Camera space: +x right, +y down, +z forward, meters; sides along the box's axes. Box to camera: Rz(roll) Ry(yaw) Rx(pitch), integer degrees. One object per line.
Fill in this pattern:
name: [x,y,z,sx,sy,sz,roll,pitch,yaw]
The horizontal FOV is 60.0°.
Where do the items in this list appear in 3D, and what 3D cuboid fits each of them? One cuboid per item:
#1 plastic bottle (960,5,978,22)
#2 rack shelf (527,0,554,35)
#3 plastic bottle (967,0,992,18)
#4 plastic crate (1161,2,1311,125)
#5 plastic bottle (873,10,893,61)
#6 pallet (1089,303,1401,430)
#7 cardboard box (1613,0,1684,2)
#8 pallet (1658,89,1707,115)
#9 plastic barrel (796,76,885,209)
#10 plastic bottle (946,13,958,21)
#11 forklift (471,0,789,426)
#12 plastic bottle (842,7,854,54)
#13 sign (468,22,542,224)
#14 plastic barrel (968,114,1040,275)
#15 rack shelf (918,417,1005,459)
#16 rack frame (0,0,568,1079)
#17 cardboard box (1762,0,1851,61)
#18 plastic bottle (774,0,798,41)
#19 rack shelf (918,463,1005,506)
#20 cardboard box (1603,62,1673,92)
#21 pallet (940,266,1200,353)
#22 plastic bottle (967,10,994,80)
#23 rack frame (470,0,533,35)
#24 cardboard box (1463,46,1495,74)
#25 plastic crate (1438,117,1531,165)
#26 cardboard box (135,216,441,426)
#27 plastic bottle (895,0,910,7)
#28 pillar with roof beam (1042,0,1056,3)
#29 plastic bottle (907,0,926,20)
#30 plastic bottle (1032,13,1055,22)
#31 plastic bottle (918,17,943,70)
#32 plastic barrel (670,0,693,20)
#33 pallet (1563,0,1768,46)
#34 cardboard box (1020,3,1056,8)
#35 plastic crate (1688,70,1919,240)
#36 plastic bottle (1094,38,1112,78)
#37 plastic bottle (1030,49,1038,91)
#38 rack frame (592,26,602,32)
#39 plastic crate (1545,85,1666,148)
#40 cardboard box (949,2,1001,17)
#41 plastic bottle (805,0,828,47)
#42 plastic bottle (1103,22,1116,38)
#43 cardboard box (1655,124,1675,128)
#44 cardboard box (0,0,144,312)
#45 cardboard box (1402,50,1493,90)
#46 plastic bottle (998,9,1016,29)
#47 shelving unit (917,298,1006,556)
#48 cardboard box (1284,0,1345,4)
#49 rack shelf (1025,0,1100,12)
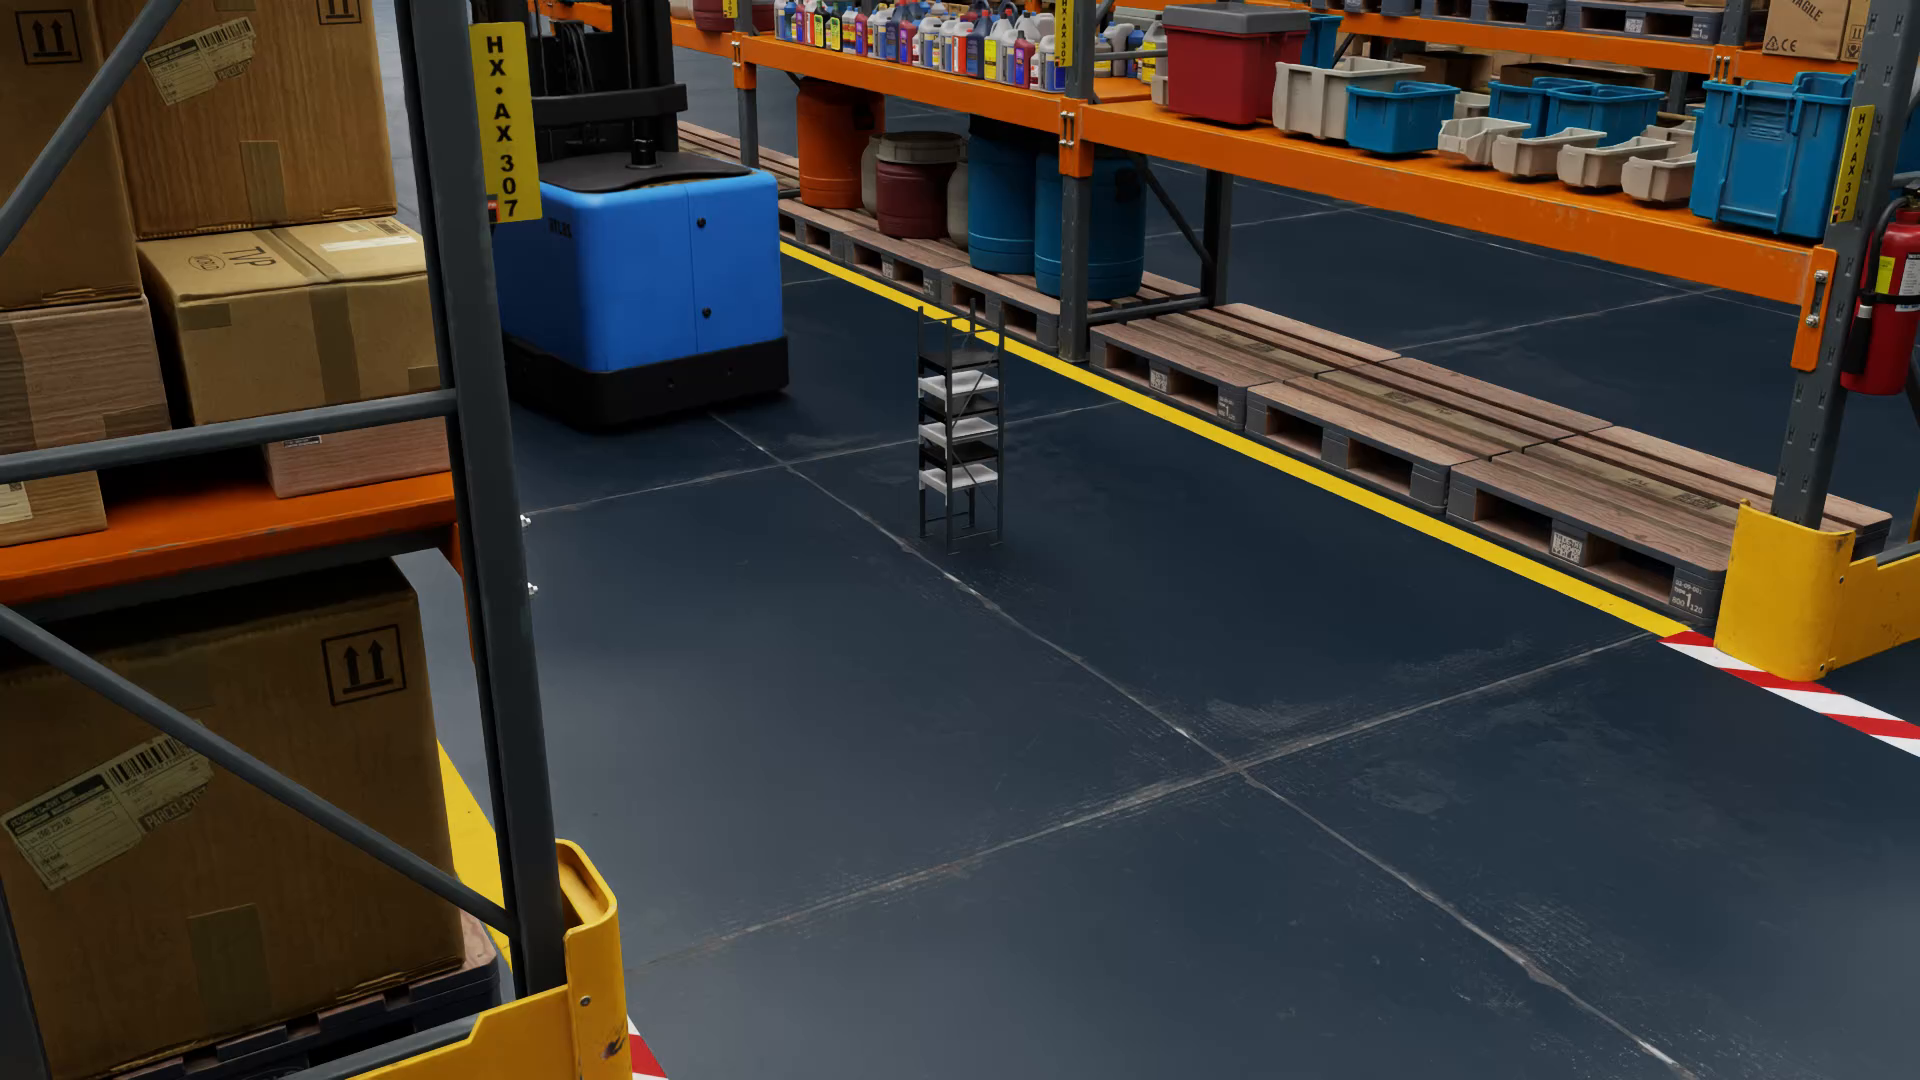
plastic bottle: [0.054,-3.136,10.199,0.061,0.283,0.133,-13,25,-28]
rack shelf: [-4.138,-5.306,16.337,1.077,0.370,4.000,-13,25,-28]
plastic bottle: [0.129,-3.196,10.255,0.144,0.351,0.185,-13,25,-28]
plastic crate: [1.210,-2.122,7.384,0.402,0.464,0.583,-13,25,-28]
plastic bottle: [-0.422,-2.988,9.844,0.152,0.276,0.135,-13,25,-28]
pallet: [1.379,-0.880,8.195,1.003,0.211,1.213,-13,25,-28]
cardboard box: [4.775,-4.001,11.481,0.700,0.500,0.500,-8,24,-20]
pallet: [7.046,-4.564,17.259,1.003,0.211,1.213,-13,25,-28]
plastic barrel: [-0.809,-2.731,11.371,0.600,0.830,0.708,-13,25,-28]
plastic bottle: [-0.041,-3.251,10.591,0.097,0.201,0.097,0,22,0]
forklift: [-2.126,-2.355,8.214,1.130,2.935,3.031,-17,27,-35]
plastic bottle: [-0.672,-3.125,10.186,0.097,0.271,0.097,0,22,0]
sign: [-0.765,-0.697,2.788,0.100,0.325,0.005,-13,25,-28]
plastic barrel: [0.345,-2.033,9.559,0.600,0.901,0.708,-13,25,-28]
rack shelf: [0.004,-0.383,6.148,0.258,0.077,0.200,-13,25,-28]
rack frame: [-1.245,-0.155,2.708,1.000,3.000,0.127,-13,25,-28]
cardboard box: [5.256,-3.182,10.025,0.500,0.500,0.500,-12,25,-27]
plastic bottle: [-1.130,-3.437,10.949,0.152,0.276,0.135,-13,25,-28]
rack shelf: [0.004,-0.217,6.216,0.258,0.077,0.200,-13,25,-28]
cardboard box: [7.031,-4.871,17.048,0.700,0.500,0.500,-12,25,-27]
pallet: [0.612,-1.368,9.397,1.003,0.211,1.213,-13,25,-28]
plastic bottle: [0.125,-2.674,8.971,0.144,0.351,0.185,-13,25,-28]
rack frame: [-5.160,-6.287,17.794,1.000,3.000,0.127,-13,25,-28]
cardboard box: [6.098,-5.550,18.719,0.700,0.500,0.500,-13,26,-29]
plastic crate: [1.975,-1.516,6.329,0.298,0.136,0.250,-13,25,-28]
cardboard box: [-1.258,-0.430,3.190,0.500,0.250,0.500,-13,26,-30]
plastic bottle: [-0.382,-3.519,11.141,0.061,0.283,0.133,-13,25,-28]
pillar with roof beam: [-2.308,-12.025,23.946,9.100,9.000,0.400,-13,25,-28]
plastic bottle: [-0.282,-3.043,9.880,0.144,0.351,0.185,-13,25,-28]
plastic bottle: [0.469,-2.942,9.732,0.152,0.276,0.135,-13,25,-28]
plastic bottle: [-0.141,-2.810,9.406,0.152,0.276,0.135,-13,25,-28]
plastic barrel: [-1.998,-4.177,12.456,0.421,0.512,0.421,0,22,0]
pallet: [4.916,-3.544,11.303,1.003,0.211,1.213,-13,25,-28]
cardboard box: [0.914,-5.582,18.159,0.500,0.500,0.500,-13,25,-28]
plastic crate: [2.681,-1.224,5.212,0.616,0.435,0.499,-13,25,-28]
plastic bottle: [0.776,-2.622,9.041,0.097,0.201,0.097,0,22,0]
plastic bottle: [0.408,-2.408,8.515,0.097,0.201,0.097,0,22,0]
rack frame: [-3.117,-4.992,14.609,1.000,3.000,0.127,-13,25,-28]
plastic crate: [2.497,-1.627,6.473,0.416,0.233,0.300,-13,25,-28]
cardboard box: [0.215,-5.645,18.313,0.500,0.500,0.500,-13,25,-28]
plastic bottle: [-0.894,-3.287,10.580,0.152,0.276,0.135,-13,25,-28]
plastic bottle: [0.838,-2.727,9.207,0.097,0.271,0.097,0,22,0]
cardboard box: [4.732,-2.504,11.224,0.500,0.500,0.500,-13,25,-29]
cardboard box: [-1.720,-0.677,2.803,0.500,0.500,0.500,-12,25,-28]
cardboard box: [3.899,-3.767,13.334,0.500,0.250,0.500,-12,25,-26]
plastic bottle: [0.249,-2.701,9.039,0.144,0.351,0.185,-13,25,-28]
shelving unit: [0.004,-0.414,6.136,0.258,0.900,0.210,-13,25,-28]
cardboard box: [3.039,-4.733,14.091,0.500,0.311,0.500,-11,25,-25]
rack shelf: [0.122,-6.257,18.678,1.077,0.370,4.000,-13,25,-28]
